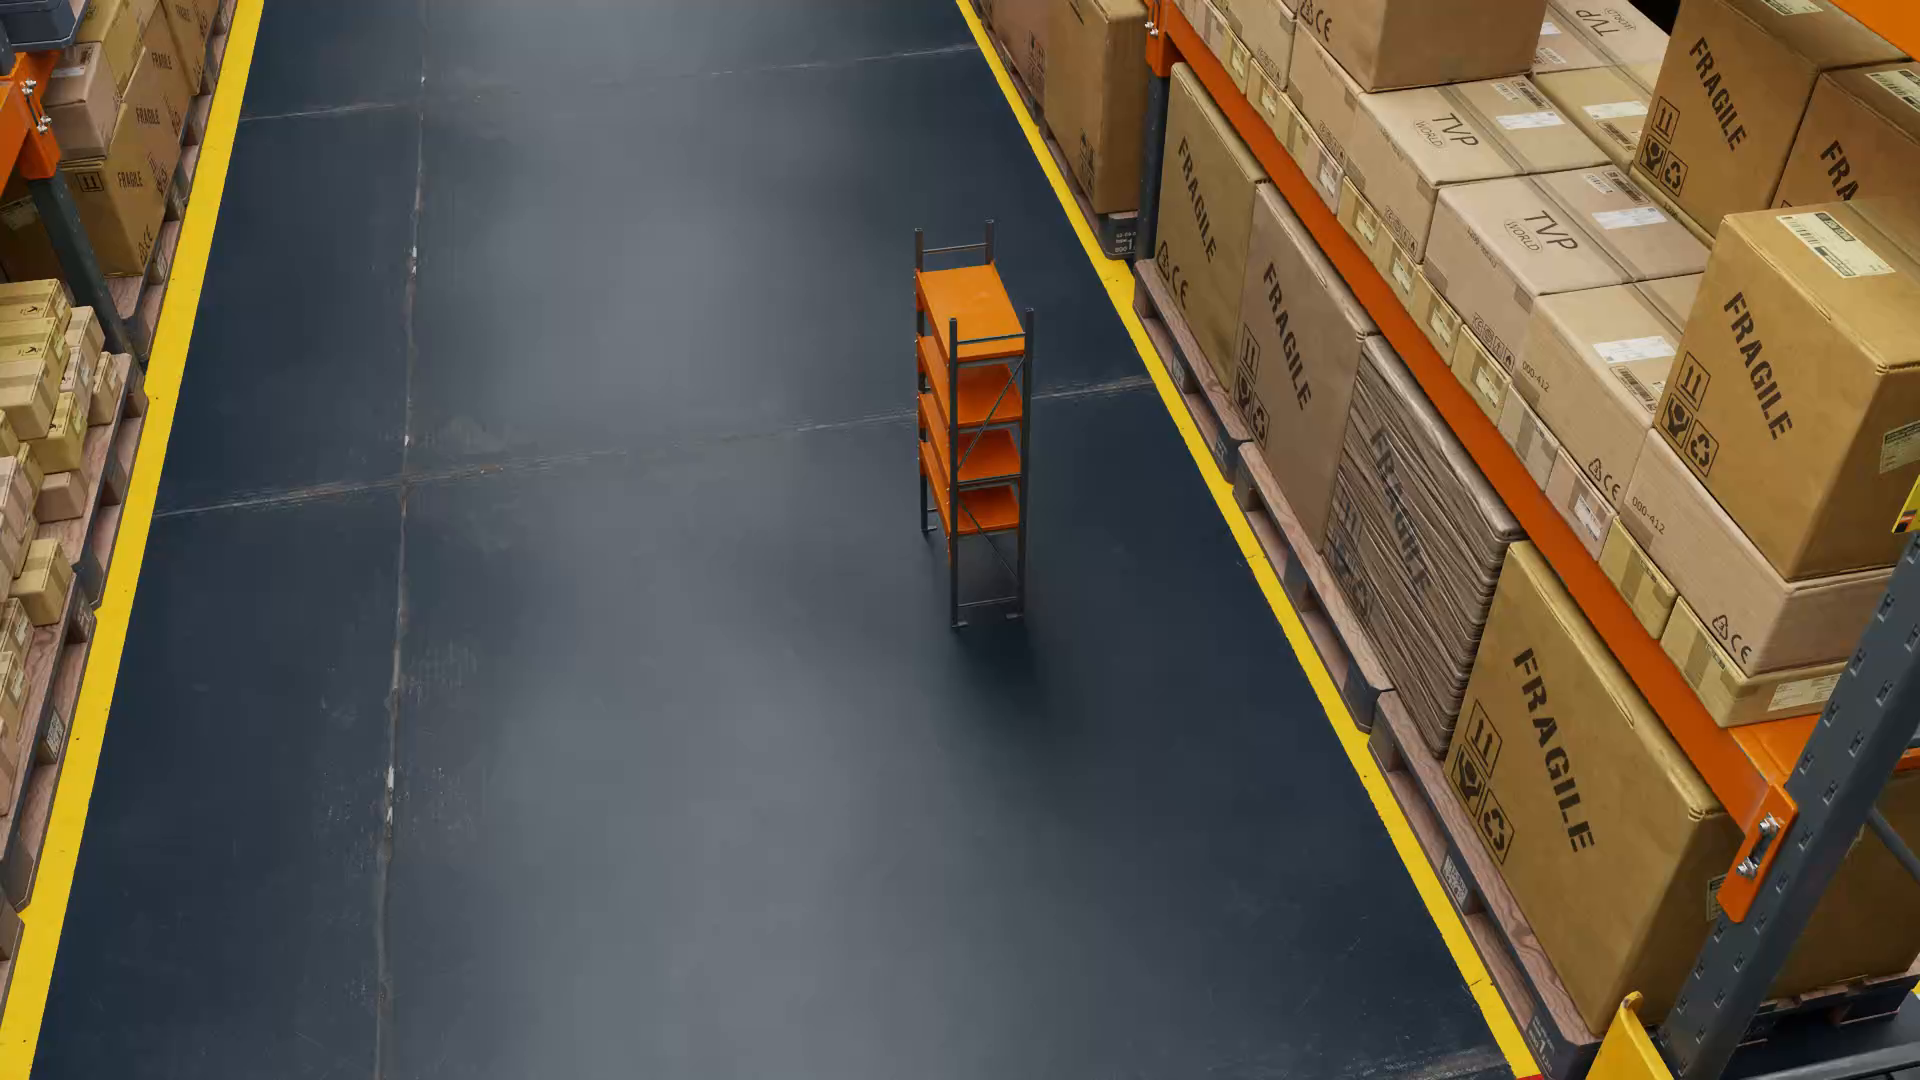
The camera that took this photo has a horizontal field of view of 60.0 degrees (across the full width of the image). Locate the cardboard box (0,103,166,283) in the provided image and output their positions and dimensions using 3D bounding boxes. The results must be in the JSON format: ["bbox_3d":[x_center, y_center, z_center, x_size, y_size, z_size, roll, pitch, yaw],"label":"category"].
[{"bbox_3d":[-3.536,-1.373,6.604,0.500,0.500,0.500,-7,42,-8],"label":"cardboard box"}]

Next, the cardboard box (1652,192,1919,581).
[{"bbox_3d":[1.731,-0.300,3.153,0.500,0.500,0.500,-8,42,-9],"label":"cardboard box"}]

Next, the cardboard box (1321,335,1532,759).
[{"bbox_3d":[1.680,-0.042,4.822,0.875,0.875,0.875,-8,42,-9],"label":"cardboard box"}]

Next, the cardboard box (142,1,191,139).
[{"bbox_3d":[-3.778,-2.054,7.371,0.500,0.500,0.500,-8,42,-9],"label":"cardboard box"}]

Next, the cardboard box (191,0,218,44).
[{"bbox_3d":[-3.993,-2.723,8.125,0.500,0.500,0.500,-7,42,-8],"label":"cardboard box"}]

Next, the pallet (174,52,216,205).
[{"bbox_3d":[-4.072,-1.888,7.718,1.003,0.211,1.213,-8,42,-9],"label":"pallet"}]

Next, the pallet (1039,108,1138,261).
[{"bbox_3d":[0.989,-1.726,7.535,1.003,0.211,1.213,-8,42,-9],"label":"pallet"}]

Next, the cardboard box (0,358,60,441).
[{"bbox_3d":[-3.150,-0.434,5.362,0.380,0.149,0.250,-9,42,-10],"label":"cardboard box"}]

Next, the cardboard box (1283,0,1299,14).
[{"bbox_3d":[1.182,-1.948,5.009,0.500,0.500,0.500,-8,42,-9],"label":"cardboard box"}]

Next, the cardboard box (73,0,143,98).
[{"bbox_3d":[-3.654,-1.999,6.744,0.500,0.250,0.500,-7,42,-8],"label":"cardboard box"}]

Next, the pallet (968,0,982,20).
[{"bbox_3d":[0.463,-3.308,9.317,1.003,0.211,1.213,-8,42,-9],"label":"pallet"}]

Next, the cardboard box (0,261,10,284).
[{"bbox_3d":[-4.041,-1.300,6.522,0.500,0.500,0.500,-9,42,-10],"label":"cardboard box"}]

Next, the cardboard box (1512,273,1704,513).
[{"bbox_3d":[1.620,-0.347,3.770,0.500,0.250,0.500,-9,42,-10],"label":"cardboard box"}]

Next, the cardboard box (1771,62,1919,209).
[{"bbox_3d":[2.145,-0.696,3.599,0.500,0.500,0.500,-9,42,-10],"label":"cardboard box"}]

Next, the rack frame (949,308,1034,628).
[{"bbox_3d":[0.088,-0.183,5.053,0.240,1.200,0.015,-8,42,-9],"label":"rack frame"}]

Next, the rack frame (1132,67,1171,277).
[{"bbox_3d":[1.229,-2.279,6.058,1.000,3.000,0.127,-8,42,-9],"label":"rack frame"}]

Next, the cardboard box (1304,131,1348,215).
[{"bbox_3d":[1.249,-1.106,4.926,0.380,0.149,0.250,-8,42,-9],"label":"cardboard box"}]

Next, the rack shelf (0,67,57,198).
[{"bbox_3d":[-3.204,-0.069,4.110,1.077,0.370,4.000,-8,42,-9],"label":"rack shelf"}]

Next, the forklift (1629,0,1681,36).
[{"bbox_3d":[2.467,-2.021,5.819,1.130,2.935,3.031,-33,51,-31],"label":"forklift"}]

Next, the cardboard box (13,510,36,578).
[{"bbox_3d":[-3.079,0.006,5.091,0.380,0.149,0.250,-7,42,-8],"label":"cardboard box"}]

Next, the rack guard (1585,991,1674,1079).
[{"bbox_3d":[2.098,1.264,3.950,1.175,0.500,0.348,-8,42,-9],"label":"rack guard"}]

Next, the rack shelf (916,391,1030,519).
[{"bbox_3d":[0.036,-0.291,5.275,0.258,0.148,0.480,-8,42,-9],"label":"rack shelf"}]

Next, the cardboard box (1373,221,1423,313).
[{"bbox_3d":[1.365,-0.767,4.544,0.380,0.149,0.250,-8,42,-8],"label":"cardboard box"}]

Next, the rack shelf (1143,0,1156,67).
[{"bbox_3d":[0.798,-3.307,7.758,1.077,0.370,4.000,-8,42,-9],"label":"rack shelf"}]

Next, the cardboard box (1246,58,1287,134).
[{"bbox_3d":[1.141,-1.435,5.296,0.380,0.149,0.250,-9,42,-10],"label":"cardboard box"}]

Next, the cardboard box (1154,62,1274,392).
[{"bbox_3d":[1.294,-1.203,6.129,0.875,0.875,0.875,-8,42,-9],"label":"cardboard box"}]

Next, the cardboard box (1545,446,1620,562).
[{"bbox_3d":[1.583,-0.108,3.802,0.380,0.149,0.250,-8,42,-9],"label":"cardboard box"}]

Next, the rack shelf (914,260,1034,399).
[{"bbox_3d":[0.036,-0.635,4.970,0.258,0.148,0.480,-8,42,-9],"label":"rack shelf"}]

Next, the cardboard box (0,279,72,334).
[{"bbox_3d":[-3.304,-0.754,5.723,0.380,0.149,0.250,-7,42,-8],"label":"cardboard box"}]

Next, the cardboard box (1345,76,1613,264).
[{"bbox_3d":[1.394,-1.014,4.521,0.500,0.250,0.500,-8,42,-9],"label":"cardboard box"}]

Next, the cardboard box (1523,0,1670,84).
[{"bbox_3d":[1.805,-1.420,4.979,0.500,0.250,0.500,-8,42,-8],"label":"cardboard box"}]

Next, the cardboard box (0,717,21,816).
[{"bbox_3d":[-2.834,0.657,4.581,0.380,0.149,0.250,-10,43,-11],"label":"cardboard box"}]

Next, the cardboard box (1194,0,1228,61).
[{"bbox_3d":[1.025,-1.776,5.680,0.380,0.149,0.250,-10,43,-11],"label":"cardboard box"}]

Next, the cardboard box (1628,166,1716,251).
[{"bbox_3d":[2.029,-0.754,4.229,0.500,0.250,0.500,-10,43,-11],"label":"cardboard box"}]

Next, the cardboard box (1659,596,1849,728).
[{"bbox_3d":[1.694,0.224,3.428,0.380,0.149,0.250,-8,42,-8],"label":"cardboard box"}]

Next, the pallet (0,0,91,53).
[{"bbox_3d":[-3.658,-2.079,5.977,1.003,0.211,1.213,-8,42,-9],"label":"pallet"}]

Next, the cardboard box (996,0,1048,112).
[{"bbox_3d":[0.878,-2.633,7.741,1.225,0.875,0.875,-10,43,-11],"label":"cardboard box"}]

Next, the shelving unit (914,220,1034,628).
[{"bbox_3d":[0.036,-0.341,5.231,0.258,1.200,0.503,-8,42,-9],"label":"shelving unit"}]

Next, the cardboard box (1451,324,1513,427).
[{"bbox_3d":[1.473,-0.438,4.173,0.380,0.149,0.250,-9,42,-10],"label":"cardboard box"}]

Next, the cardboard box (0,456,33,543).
[{"bbox_3d":[-3.021,-0.092,4.977,0.380,0.149,0.250,-10,43,-11],"label":"cardboard box"}]

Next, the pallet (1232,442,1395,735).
[{"bbox_3d":[1.584,0.060,5.523,1.003,0.211,1.213,-8,42,-9],"label":"pallet"}]

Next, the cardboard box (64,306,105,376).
[{"bbox_3d":[-3.257,-0.678,5.861,0.380,0.149,0.250,-8,42,-8],"label":"cardboard box"}]

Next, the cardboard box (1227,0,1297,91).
[{"bbox_3d":[1.178,-1.669,5.260,0.500,0.250,0.500,-9,42,-9],"label":"cardboard box"}]

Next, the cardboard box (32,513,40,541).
[{"bbox_3d":[-3.185,0.011,5.309,0.380,0.149,0.250,-9,42,-10],"label":"cardboard box"}]

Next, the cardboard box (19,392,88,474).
[{"bbox_3d":[-3.111,-0.333,5.473,0.380,0.149,0.250,-10,43,-11],"label":"cardboard box"}]

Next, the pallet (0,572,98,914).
[{"bbox_3d":[-3.189,0.631,4.880,1.003,0.211,1.213,-8,42,-9],"label":"pallet"}]

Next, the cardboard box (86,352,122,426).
[{"bbox_3d":[-3.218,-0.520,5.907,0.380,0.149,0.250,-8,42,-9],"label":"cardboard box"}]

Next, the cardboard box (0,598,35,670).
[{"bbox_3d":[-3.004,0.330,4.950,0.380,0.149,0.250,-8,42,-8],"label":"cardboard box"}]
